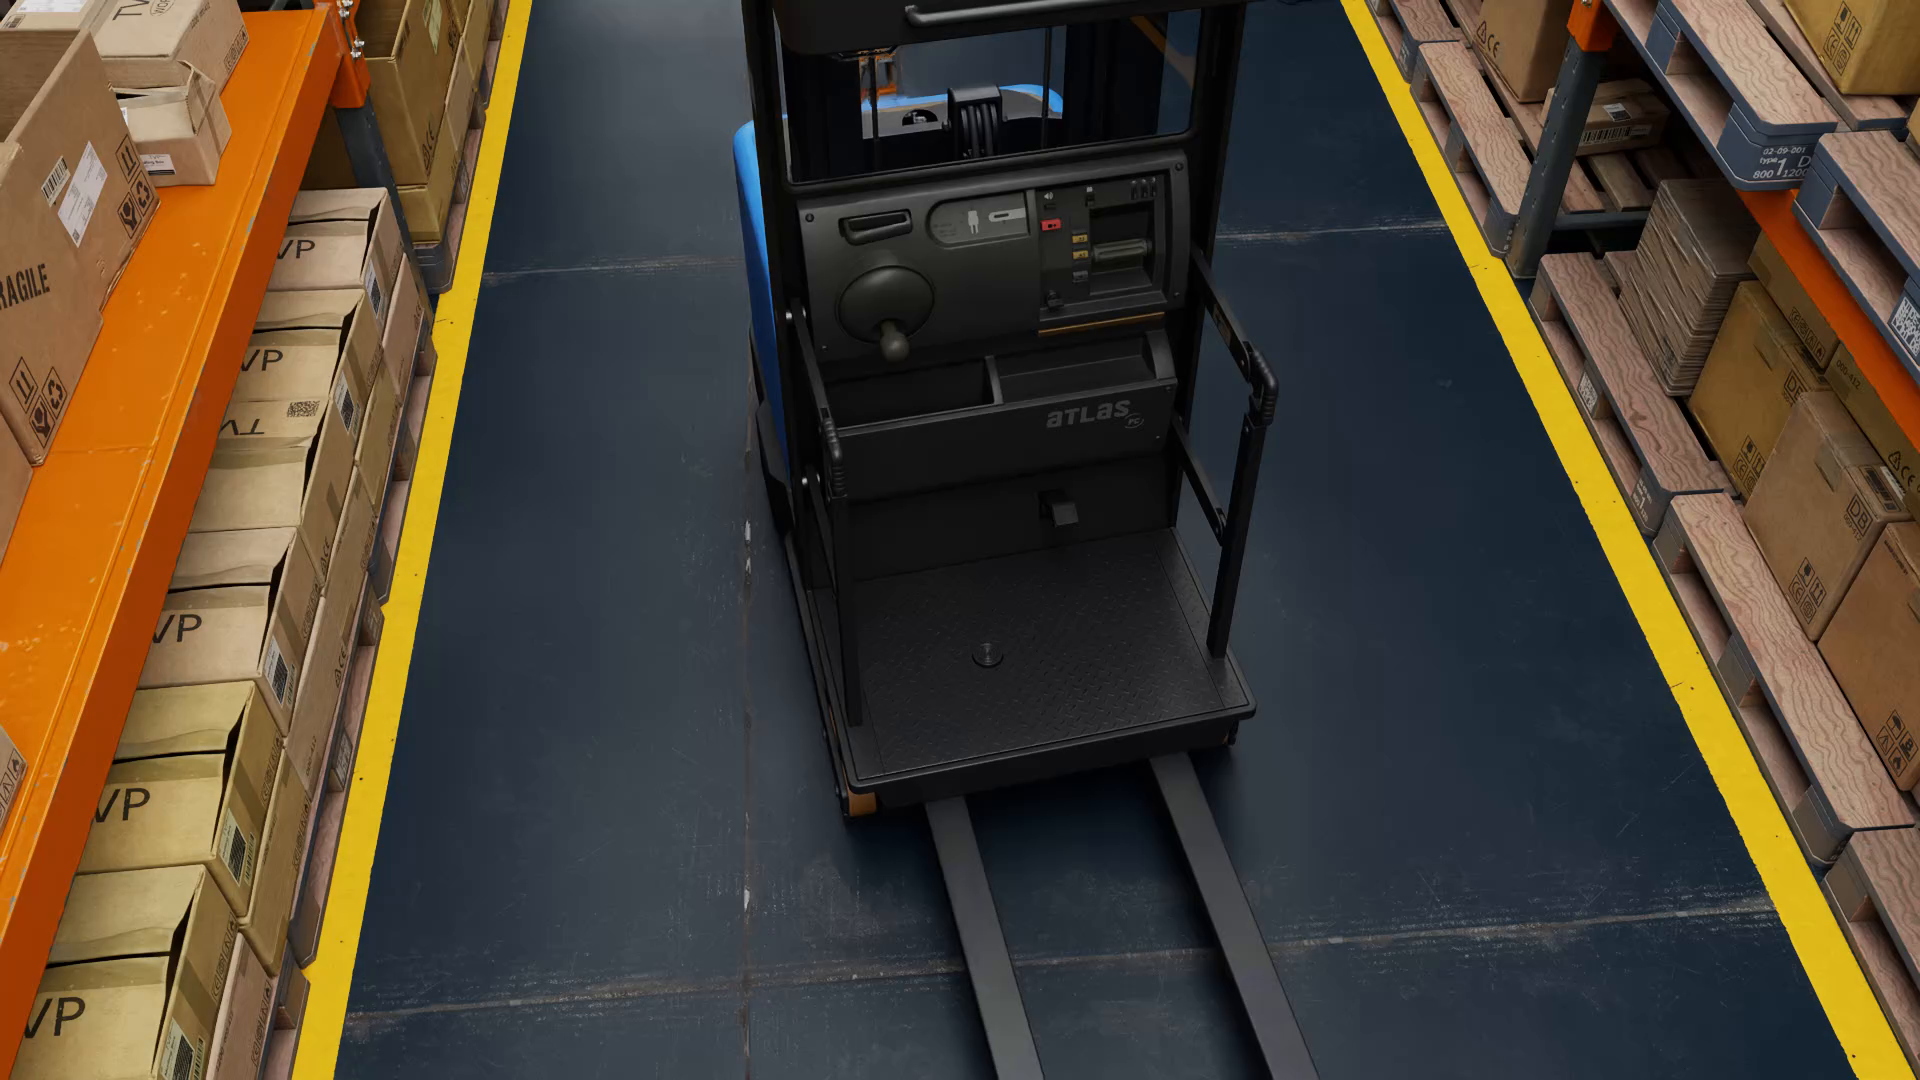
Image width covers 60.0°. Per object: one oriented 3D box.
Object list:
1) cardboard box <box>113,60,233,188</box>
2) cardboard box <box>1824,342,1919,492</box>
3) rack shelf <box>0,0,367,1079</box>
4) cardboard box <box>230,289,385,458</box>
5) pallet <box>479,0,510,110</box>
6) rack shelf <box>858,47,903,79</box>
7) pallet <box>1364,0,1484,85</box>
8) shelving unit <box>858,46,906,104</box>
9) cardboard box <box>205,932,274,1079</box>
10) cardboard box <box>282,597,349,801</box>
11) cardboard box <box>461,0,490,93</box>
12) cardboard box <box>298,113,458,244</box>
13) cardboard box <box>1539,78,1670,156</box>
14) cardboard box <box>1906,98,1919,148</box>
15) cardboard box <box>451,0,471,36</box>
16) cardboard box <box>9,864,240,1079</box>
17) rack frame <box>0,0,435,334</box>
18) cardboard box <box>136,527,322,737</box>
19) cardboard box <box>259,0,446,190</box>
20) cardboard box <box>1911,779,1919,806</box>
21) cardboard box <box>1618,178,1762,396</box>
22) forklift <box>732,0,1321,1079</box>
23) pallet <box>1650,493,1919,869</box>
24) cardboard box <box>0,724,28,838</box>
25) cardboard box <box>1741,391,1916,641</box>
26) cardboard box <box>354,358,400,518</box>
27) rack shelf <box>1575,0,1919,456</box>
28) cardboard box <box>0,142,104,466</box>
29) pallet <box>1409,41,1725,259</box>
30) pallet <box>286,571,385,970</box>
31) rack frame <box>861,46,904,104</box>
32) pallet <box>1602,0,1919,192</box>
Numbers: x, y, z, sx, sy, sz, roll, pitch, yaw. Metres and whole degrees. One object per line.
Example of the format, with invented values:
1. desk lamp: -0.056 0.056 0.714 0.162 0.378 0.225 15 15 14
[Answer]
1. cardboard box: -2.135 -1.090 4.309 0.396 0.266 0.258 -5 47 -4
2. cardboard box: 2.710 -0.389 4.454 0.500 0.250 0.500 -5 47 -4
3. rack shelf: -2.224 -0.067 3.743 1.077 0.370 4.000 -3 47 -3
4. cardboard box: -2.022 -0.502 4.877 0.500 0.311 0.500 -2 47 -2
5. pallet: -2.522 -2.265 7.250 1.003 0.211 1.213 -3 47 -3
6. rack shelf: -0.335 -1.585 5.560 0.258 0.103 0.180 -10 21 -10
7. pallet: 2.347 -2.475 7.449 1.003 0.211 1.213 -3 47 -3
8. shelving unit: -0.301 -1.293 5.673 0.258 1.200 0.189 -10 21 -10
9. cardboard box: -1.851 1.173 3.678 0.500 0.250 0.500 -5 47 -4
10. cardboard box: -1.943 0.426 4.385 0.500 0.250 0.500 -3 47 -2
11. cardboard box: -2.202 -2.039 6.719 0.500 0.250 0.500 -3 47 -3
12. cardboard box: -2.129 -1.314 6.033 0.500 0.250 0.500 -3 47 -3
13. cardboard box: 2.469 -1.628 6.374 0.380 0.166 0.250 -9 47 -8
14. cardboard box: 2.679 -1.001 3.761 0.700 0.500 0.500 2 47 2
15. cardboard box: -2.203 -2.296 6.447 0.500 0.500 0.500 -3 47 -3
16. cardboard box: -1.861 0.964 3.489 0.500 0.311 0.500 -5 47 -4
17. rack frame: -2.392 -1.762 4.852 1.000 3.000 0.127 -3 47 -3
18. cardboard box: -1.945 0.223 4.191 0.500 0.311 0.500 -4 47 -4
19. cardboard box: -2.119 -1.573 5.762 0.500 0.500 0.500 -3 47 -3
20. cardboard box: 2.839 0.639 3.997 0.700 0.500 0.500 -4 47 -3
21. cardboard box: 2.622 -0.826 5.385 0.700 0.500 0.500 -2 47 -2
22. forklift: 0.144 -0.567 3.768 1.130 2.935 3.031 -10 47 -9
23. pallet: 2.716 0.341 4.781 1.003 0.211 1.213 -3 47 -3
24. cardboard box: -1.939 0.504 2.768 0.500 0.311 0.500 -4 47 -4
25. cardboard box: 2.718 -0.083 4.681 0.700 0.500 0.500 -3 47 -3
26. cardboard box: -2.028 -0.312 5.084 0.500 0.250 0.500 -4 47 -4
27. rack shelf: 2.712 -0.371 4.031 1.077 0.370 4.000 -3 47 -3
28. cardboard box: -2.258 -0.496 3.585 0.500 0.500 0.500 -3 47 -3
29. pallet: 2.453 -1.590 6.611 1.003 0.211 1.213 -3 47 -3
30. pallet: -2.186 0.613 4.524 1.003 0.211 1.213 -3 47 -3
31. rack frame: -0.281 -1.262 5.589 0.240 1.200 0.006 -10 21 -10
32. pallet: 2.463 -1.438 4.678 1.003 0.211 1.213 -3 47 -3
